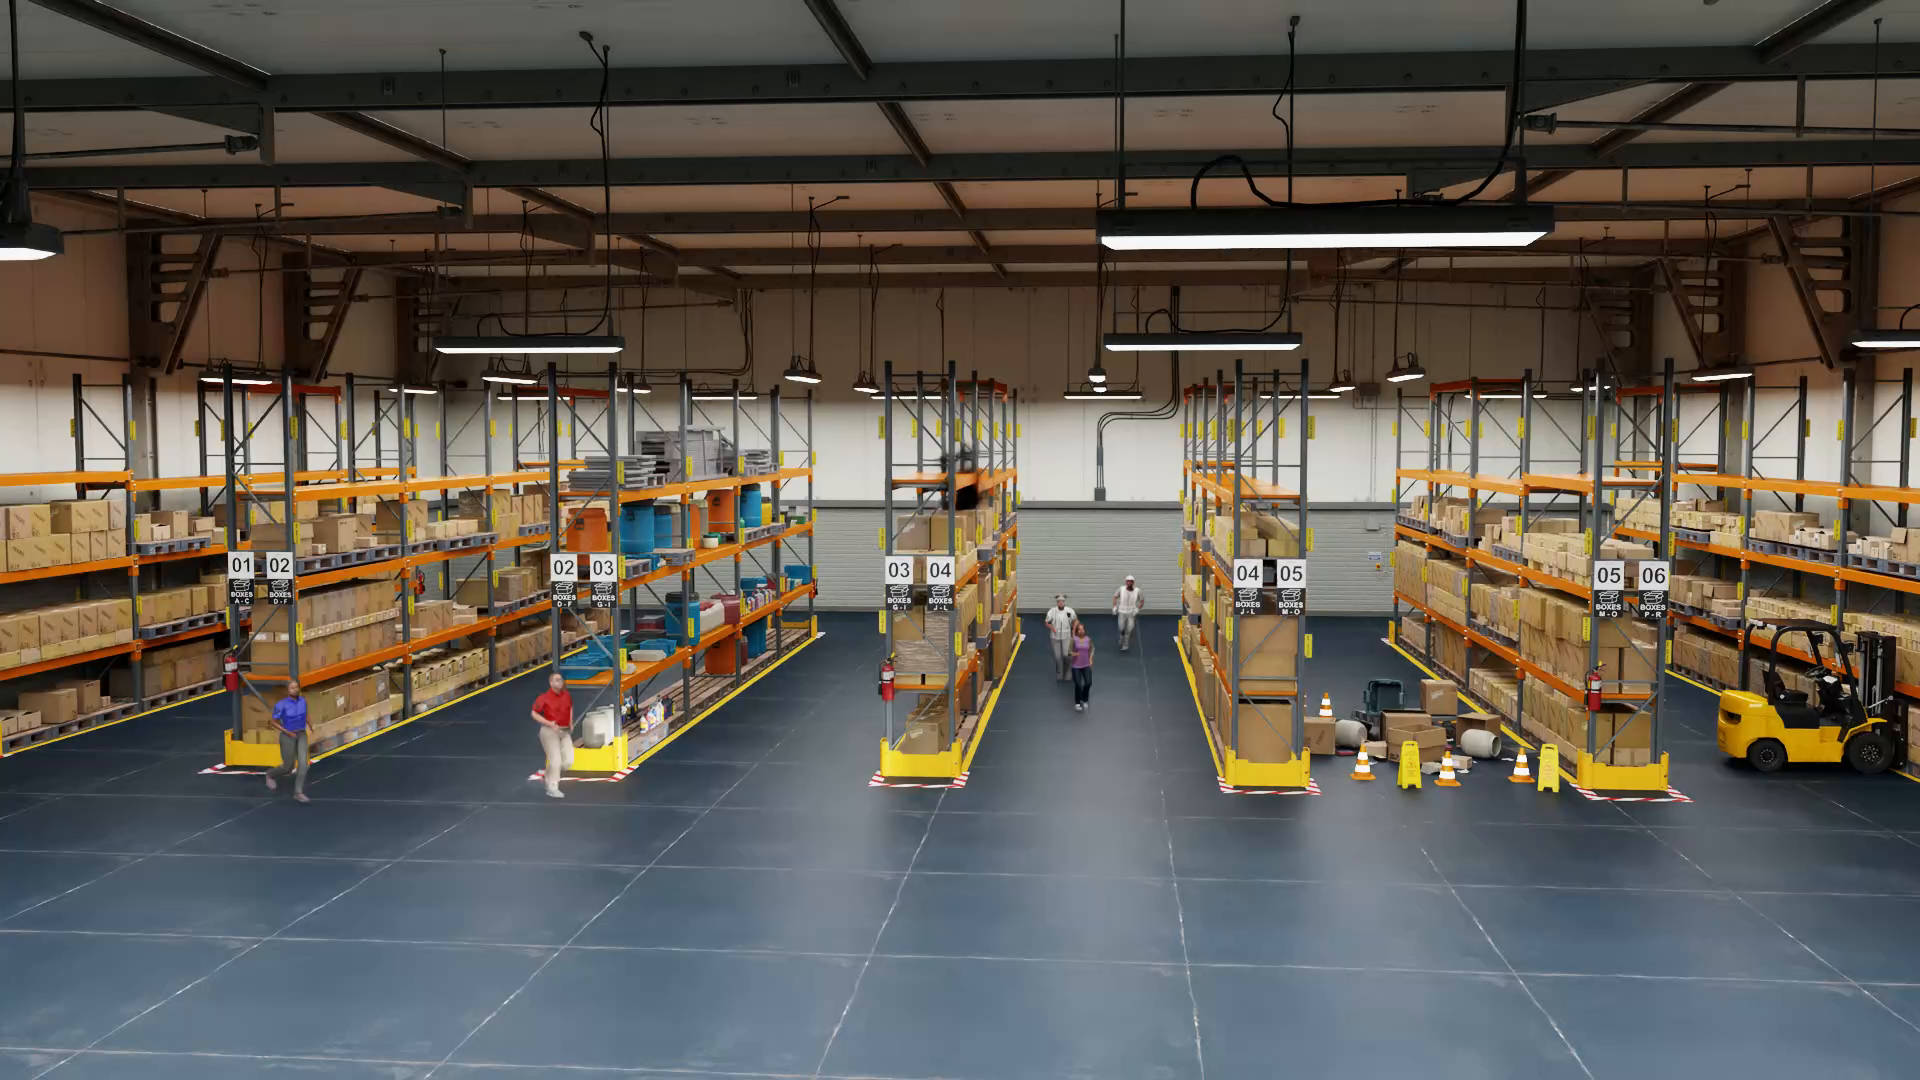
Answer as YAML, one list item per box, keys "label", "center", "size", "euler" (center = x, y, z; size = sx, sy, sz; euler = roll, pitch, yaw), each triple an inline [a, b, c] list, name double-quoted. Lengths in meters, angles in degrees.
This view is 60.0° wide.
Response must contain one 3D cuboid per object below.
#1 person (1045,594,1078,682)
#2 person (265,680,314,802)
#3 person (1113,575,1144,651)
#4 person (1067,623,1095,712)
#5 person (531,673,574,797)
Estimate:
- label: "person"
  center: [2.013, 1.950, 33.133]
  size: [0.641, 1.769, 0.675]
  euler: [0, 4, 7]
- label: "person"
  center: [-9.092, 2.716, 22.624]
  size: [0.756, 1.649, 0.585]
  euler: [3, 5, 37]
- label: "person"
  center: [3.843, 1.662, 37.824]
  size: [0.698, 1.733, 0.562]
  euler: [1, 4, 8]
- label: "person"
  center: [2.163, 2.269, 29.471]
  size: [0.516, 1.588, 0.608]
  euler: [0, 4, -5]
- label: "person"
  center: [-5.554, 2.685, 22.873]
  size: [0.602, 1.701, 0.701]
  euler: [3, 5, 38]
